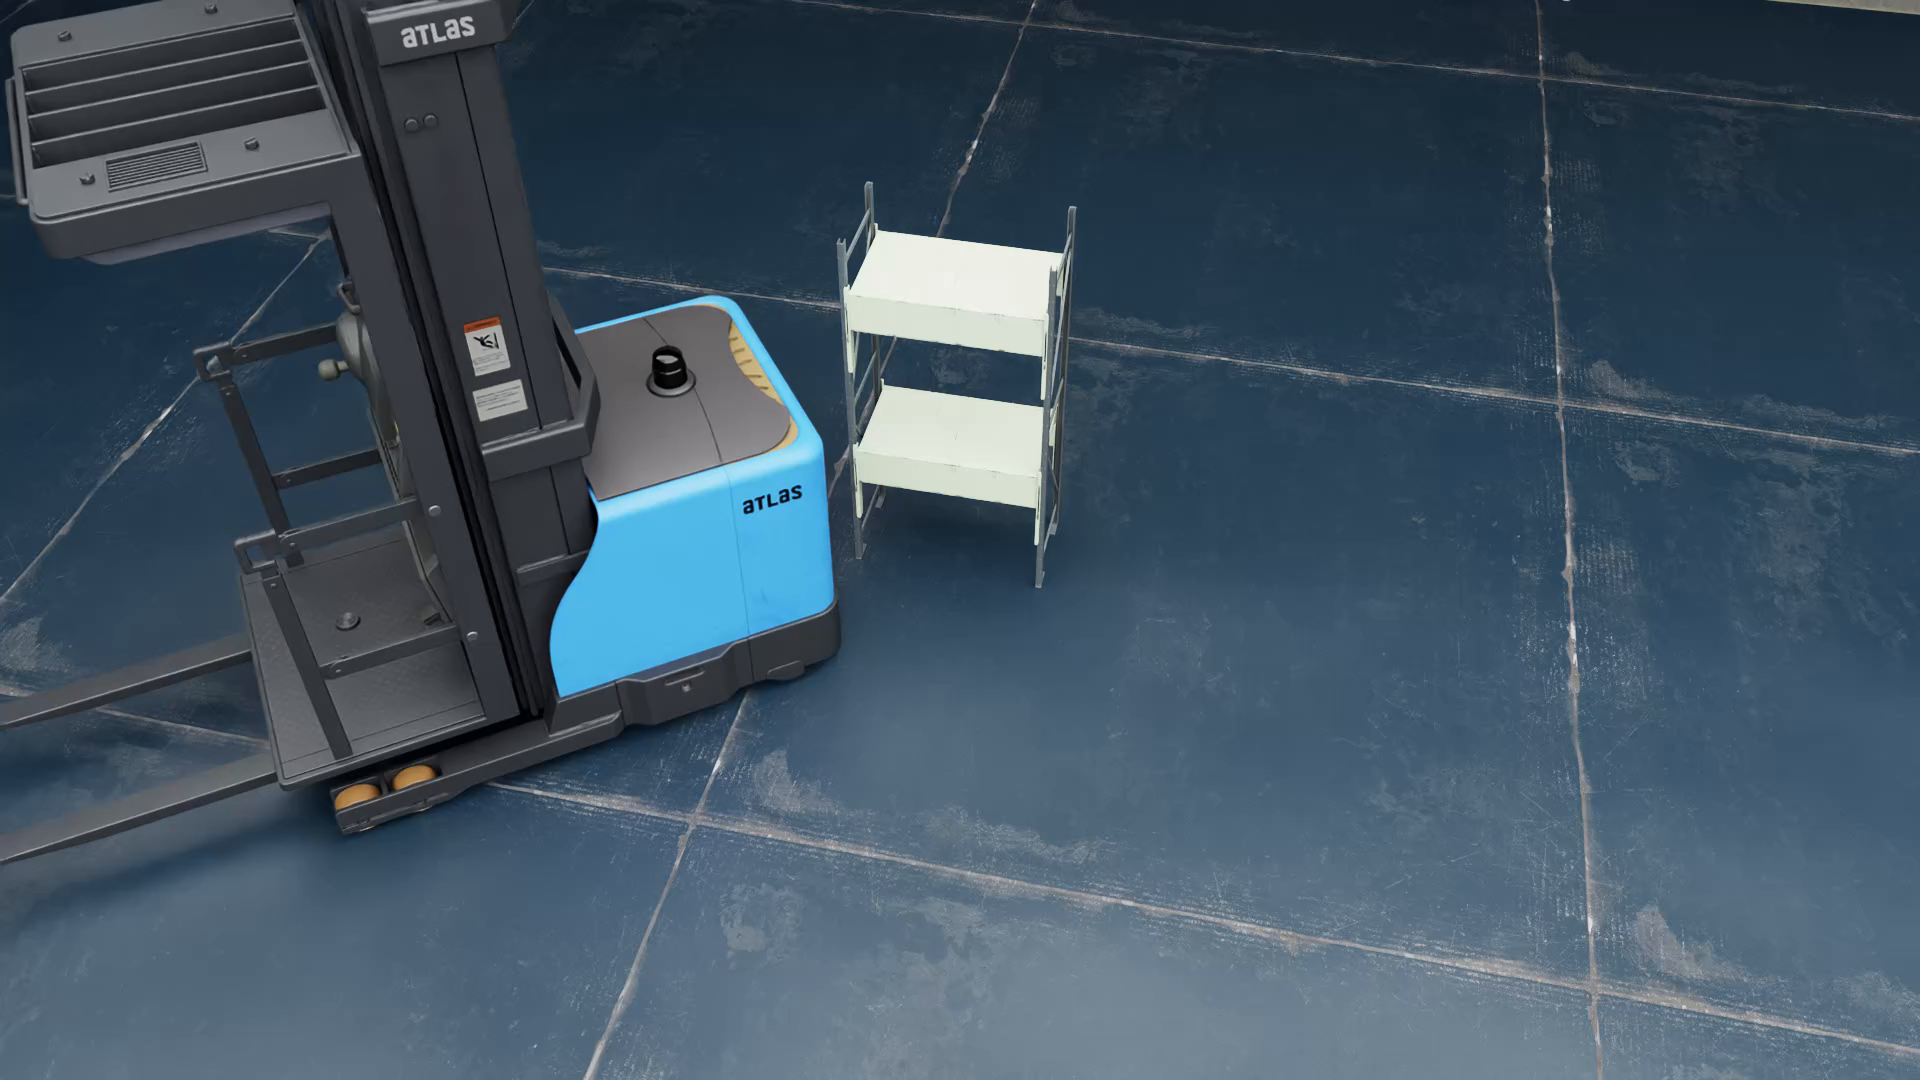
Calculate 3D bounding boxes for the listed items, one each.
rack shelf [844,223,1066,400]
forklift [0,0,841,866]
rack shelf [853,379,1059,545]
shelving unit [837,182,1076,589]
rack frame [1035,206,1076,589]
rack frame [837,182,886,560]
[{"bbox_3d":[-0.007,-0.823,5.960,0.720,0.370,0.431,9,45,9],"label":"rack shelf"},{"bbox_3d":[-2.006,-0.477,5.132,3.031,2.935,1.130,-18,47,-18],"label":"forklift"},{"bbox_3d":[-0.007,-0.306,6.457,0.720,0.370,0.431,9,45,9],"label":"rack shelf"},{"bbox_3d":[-0.007,-0.541,6.231,0.755,1.500,0.431,9,45,9],"label":"shelving unit"},{"bbox_3d":[0.351,-0.486,6.173,0.023,1.500,0.400,9,45,9],"label":"rack frame"},{"bbox_3d":[-0.364,-0.597,6.289,0.023,1.500,0.400,9,45,9],"label":"rack frame"}]
